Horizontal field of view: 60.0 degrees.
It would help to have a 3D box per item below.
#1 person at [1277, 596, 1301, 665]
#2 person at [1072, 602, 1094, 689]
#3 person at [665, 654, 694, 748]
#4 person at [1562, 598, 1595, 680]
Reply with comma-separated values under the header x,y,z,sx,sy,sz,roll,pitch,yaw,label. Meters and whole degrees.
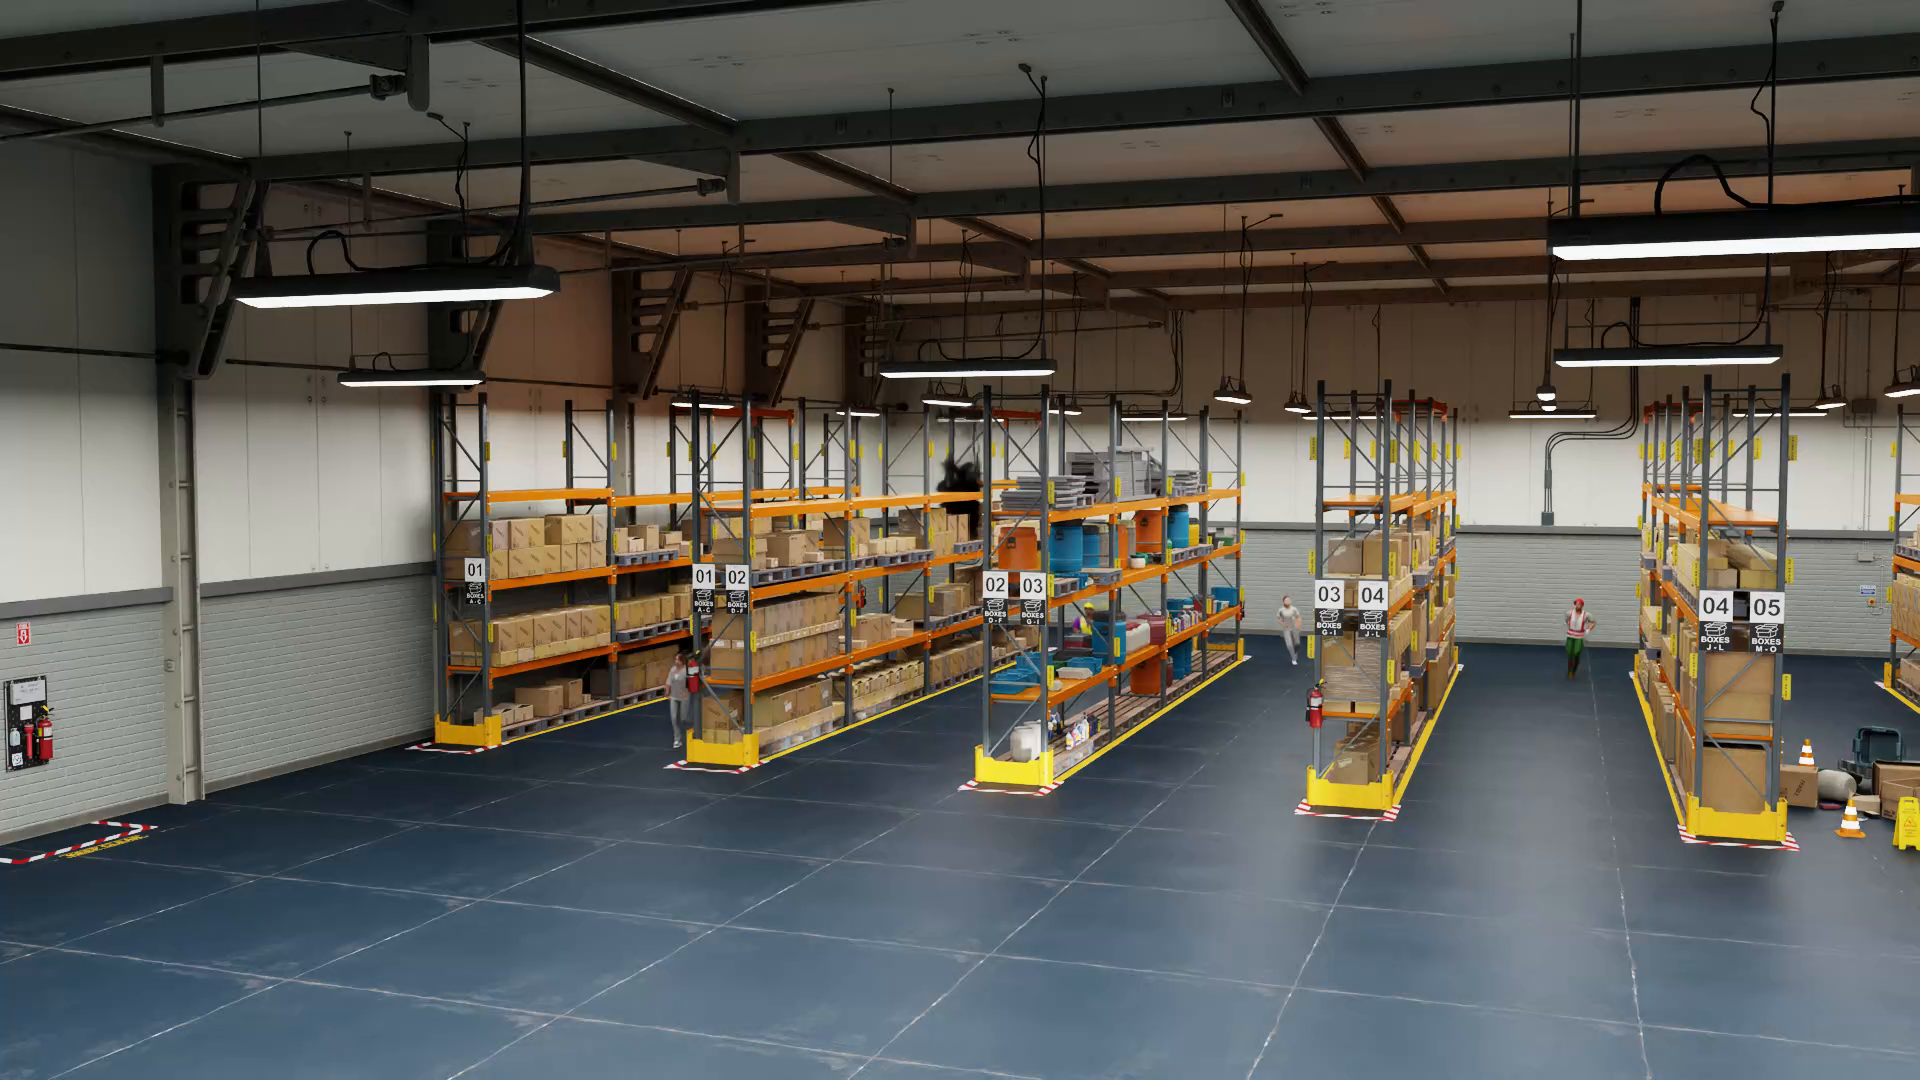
x,y,z,sx,sy,sz,roll,pitch,yaw,label
7.742,2.121,39.125,0.567,1.607,0.546,0,3,7,person
2.733,2.239,35.380,0.702,1.839,0.770,1,3,24,person
-4.752,2.710,28.278,0.571,1.578,0.672,1,3,14,person
13.526,2.185,36.478,0.652,1.824,0.729,2,4,38,person
